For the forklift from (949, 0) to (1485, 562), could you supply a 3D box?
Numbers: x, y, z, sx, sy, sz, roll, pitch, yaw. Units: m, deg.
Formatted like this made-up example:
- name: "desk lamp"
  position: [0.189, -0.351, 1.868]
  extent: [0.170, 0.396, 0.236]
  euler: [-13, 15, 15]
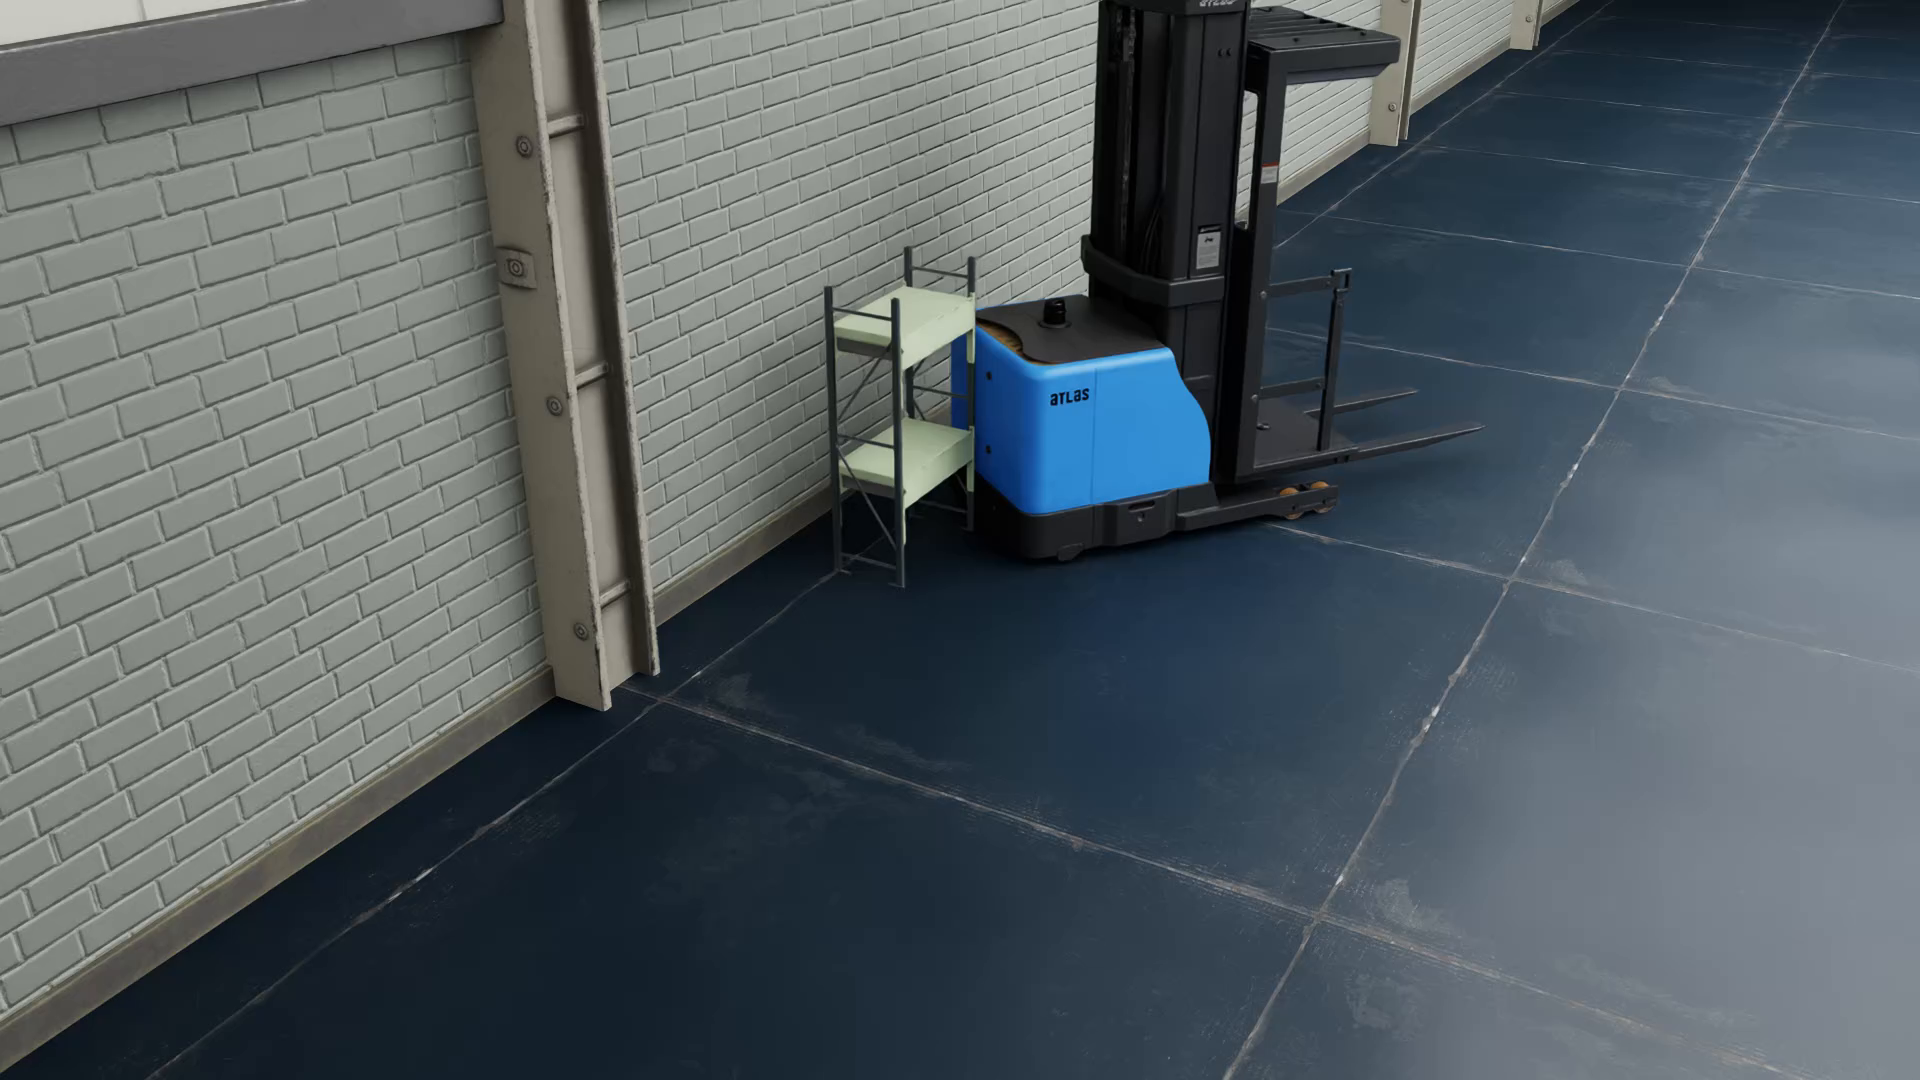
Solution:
- name: "forklift"
  position: [1.501, -1.626, 8.724]
  extent: [3.031, 2.935, 1.130]
  euler: [-11, 29, -21]

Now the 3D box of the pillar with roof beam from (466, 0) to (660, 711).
- name: "pillar with roof beam"
  position: [2.158, -2.438, 3.568]
  extent: [9.100, 9.000, 0.400]
  euler: [14, 30, 26]

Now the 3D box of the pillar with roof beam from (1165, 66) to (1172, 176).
- name: "pillar with roof beam"
  position: [5.110, -4.777, 8.239]
  extent: [9.100, 9.000, 0.400]
  euler: [14, 30, 26]

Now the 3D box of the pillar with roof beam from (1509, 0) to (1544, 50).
- name: "pillar with roof beam"
  position: [11.013, -9.453, 17.581]
  extent: [9.100, 9.000, 0.400]
  euler: [14, 30, 26]

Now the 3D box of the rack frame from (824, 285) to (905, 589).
- name: "rack frame"
  position: [-0.456, -0.473, 8.019]
  extent: [0.400, 1.500, 0.023]
  euler: [14, 30, 26]

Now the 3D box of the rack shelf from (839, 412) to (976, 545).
- name: "rack shelf"
  position: [-0.279, -0.325, 8.451]
  extent: [0.431, 0.370, 0.720]
  euler: [14, 30, 26]

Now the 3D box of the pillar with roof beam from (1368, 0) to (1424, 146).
- name: "pillar with roof beam"
  position: [8.062, -7.115, 12.910]
  extent: [9.100, 9.000, 0.400]
  euler: [14, 30, 26]

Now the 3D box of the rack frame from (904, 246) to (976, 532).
- name: "rack frame"
  position: [-0.102, -0.760, 8.592]
  extent: [0.400, 1.500, 0.023]
  euler: [14, 30, 26]

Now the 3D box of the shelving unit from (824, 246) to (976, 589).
- name: "shelving unit"
  position: [-0.279, -0.616, 8.305]
  extent: [0.431, 1.500, 0.755]
  euler: [14, 30, 26]

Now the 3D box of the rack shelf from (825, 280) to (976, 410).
- name: "rack shelf"
  position: [-0.279, -0.965, 8.131]
  extent: [0.431, 0.370, 0.720]
  euler: [14, 30, 26]
